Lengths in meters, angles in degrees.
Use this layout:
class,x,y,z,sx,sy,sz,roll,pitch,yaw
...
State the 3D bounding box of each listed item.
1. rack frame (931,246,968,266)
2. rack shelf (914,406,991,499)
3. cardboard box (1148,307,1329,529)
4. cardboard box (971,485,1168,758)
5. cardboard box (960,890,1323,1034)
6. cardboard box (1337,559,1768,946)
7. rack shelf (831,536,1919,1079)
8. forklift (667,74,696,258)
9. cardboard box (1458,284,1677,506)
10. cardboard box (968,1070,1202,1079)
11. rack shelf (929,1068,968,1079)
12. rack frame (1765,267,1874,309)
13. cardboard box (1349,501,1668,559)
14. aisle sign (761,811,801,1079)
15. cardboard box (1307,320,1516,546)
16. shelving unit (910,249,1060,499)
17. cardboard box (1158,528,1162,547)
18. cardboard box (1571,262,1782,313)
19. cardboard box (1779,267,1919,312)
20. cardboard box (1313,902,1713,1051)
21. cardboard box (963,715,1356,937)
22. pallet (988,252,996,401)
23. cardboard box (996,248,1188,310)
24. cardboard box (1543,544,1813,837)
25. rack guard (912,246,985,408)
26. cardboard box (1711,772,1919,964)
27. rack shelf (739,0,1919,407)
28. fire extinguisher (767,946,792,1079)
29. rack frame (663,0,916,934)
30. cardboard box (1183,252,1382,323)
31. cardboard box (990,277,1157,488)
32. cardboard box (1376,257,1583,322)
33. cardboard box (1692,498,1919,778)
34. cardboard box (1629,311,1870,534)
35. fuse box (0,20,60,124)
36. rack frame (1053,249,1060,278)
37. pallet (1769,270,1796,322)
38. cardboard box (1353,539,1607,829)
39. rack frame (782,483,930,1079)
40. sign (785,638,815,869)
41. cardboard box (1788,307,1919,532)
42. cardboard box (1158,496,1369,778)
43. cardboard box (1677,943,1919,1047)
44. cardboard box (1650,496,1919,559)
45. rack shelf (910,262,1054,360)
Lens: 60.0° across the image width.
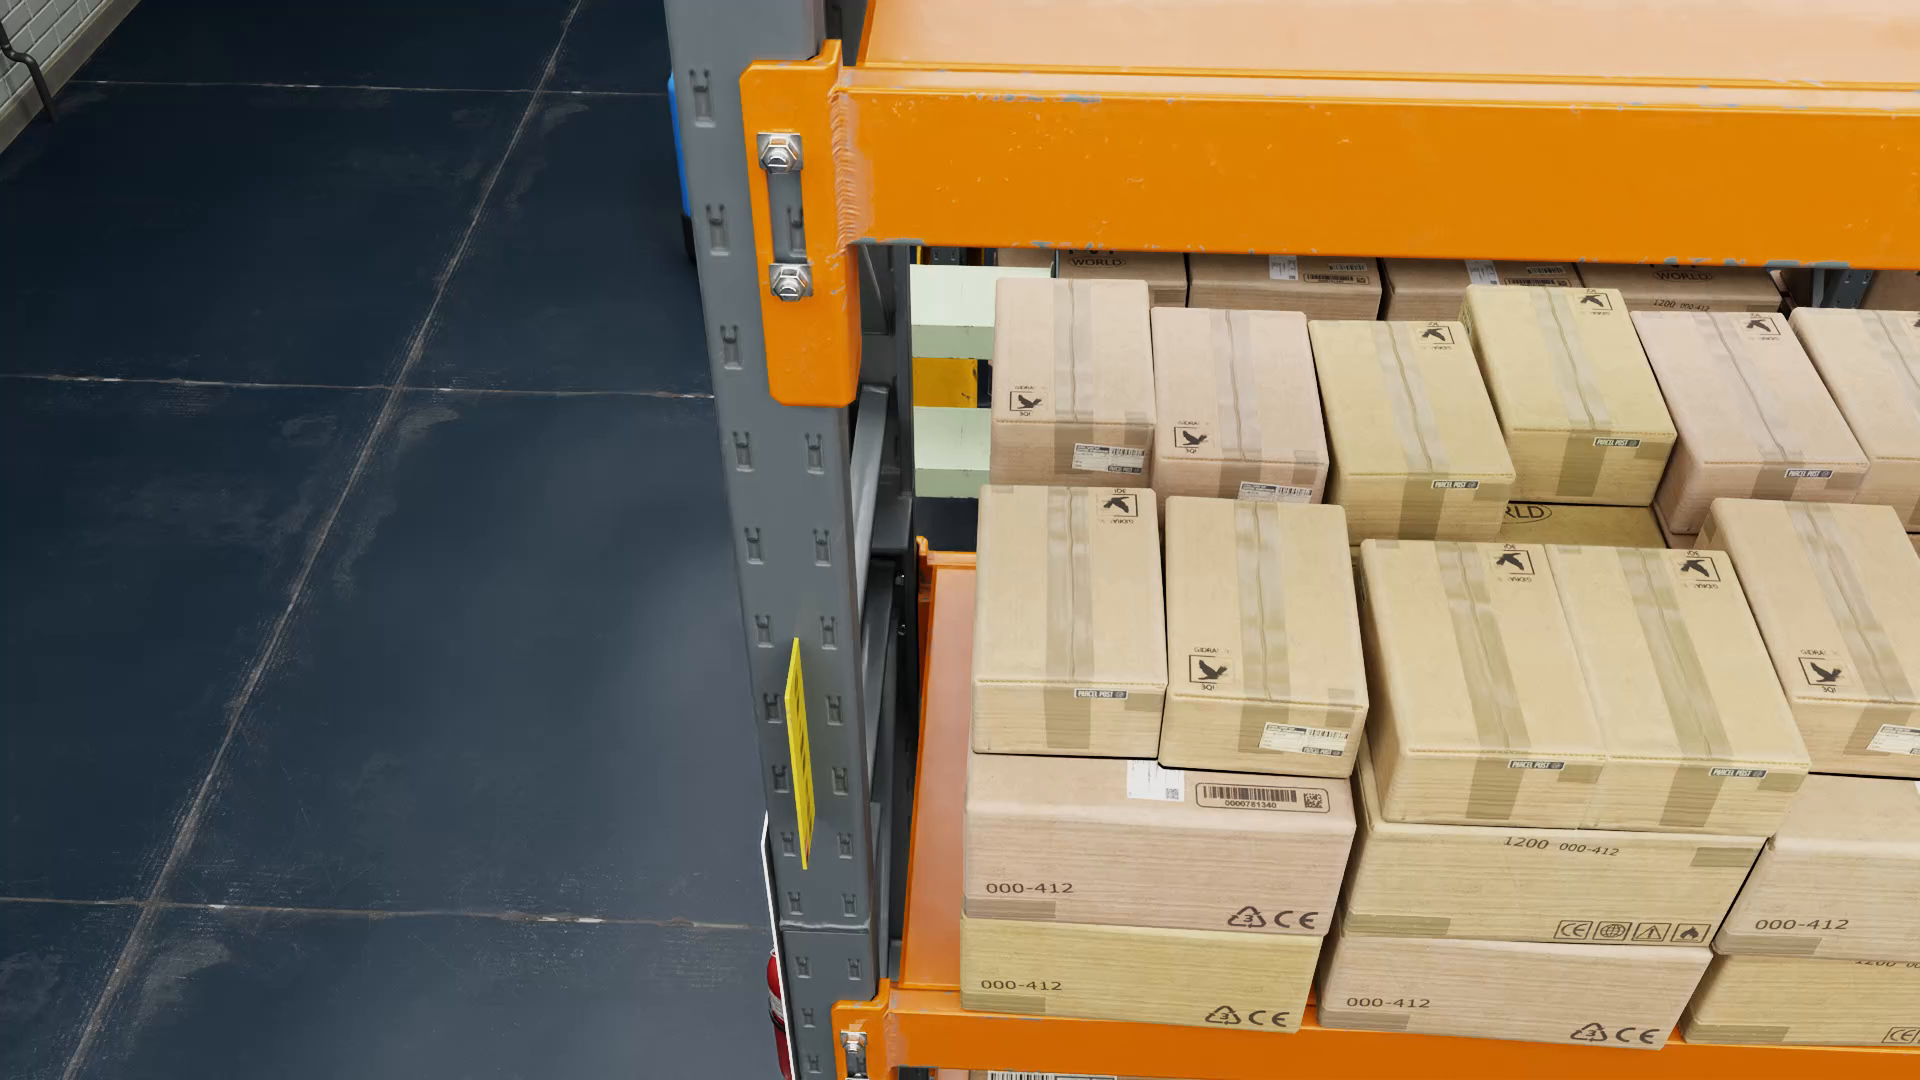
class,x,y,z,sx,sy,sz,roll,pitch,yaw
rack frame,-0.046,-2.064,7.350,0.127,3.000,1.000,2,43,2
rack shelf,0.007,-0.310,7.046,0.720,0.370,0.431,2,43,2
cardboard box,0.420,-0.192,2.591,0.250,0.149,0.380,2,43,3
cardboard box,0.146,0.103,2.274,0.250,0.149,0.380,1,43,2
cardboard box,0.269,0.455,2.556,0.500,0.250,0.500,3,43,3
cardboard box,0.781,0.290,2.366,0.500,0.250,0.500,1,43,1
rack shelf,1.830,0.537,2.886,4.000,0.370,1.077,2,43,2
forklift,-0.421,-3.351,8.782,1.130,2.935,3.031,16,45,17
cardboard box,0.945,-0.236,2.638,0.250,0.149,0.380,2,43,3
cardboard box,0.269,0.993,3.044,0.500,0.500,0.500,2,43,2
rack shelf,1.830,1.634,3.908,4.000,0.370,1.077,2,43,2
rack frame,3.950,-1.941,7.219,0.127,3.000,1.000,2,43,2
cardboard box,0.815,-0.060,2.742,0.500,0.250,0.500,1,43,1
aisle sign,-0.254,0.560,2.626,0.004,0.787,0.394,2,43,2
cardboard box,0.676,-0.170,2.567,0.250,0.149,0.380,1,43,1
shelving unit,0.007,-0.549,6.824,0.755,1.500,0.431,2,43,2
cardboard box,0.304,-0.075,2.758,0.500,0.250,0.500,1,43,1
cardboard box,3.328,-1.250,8.048,0.875,0.438,0.875,1,43,1
cardboard box,4.573,-1.353,7.838,0.875,0.875,0.875,3,43,3
cardboard box,0.795,0.474,2.535,0.500,0.250,0.500,3,43,3
cardboard box,0.269,0.275,2.382,0.500,0.250,0.500,2,43,3
pallet,0.757,-1.072,8.332,1.213,0.211,1.003,2,43,2
cardboard box,0.618,-1.328,8.132,0.875,0.438,0.875,0,43,0
cardboard box,0.910,0.189,2.182,0.250,0.149,0.380,2,43,2
rack guard,-0.070,-1.150,8.203,0.348,0.500,1.175,2,43,2
cardboard box,1.285,0.313,2.341,0.500,0.250,0.500,2,43,2
rack shelf,1.830,-0.560,1.864,4.000,0.370,1.077,2,43,2
fire extinguisher,-0.399,1.152,4.228,0.183,0.674,0.296,2,43,2
rack frame,-0.168,-0.885,1.684,0.127,3.000,1.000,2,43,2
cardboard box,1.533,-1.306,8.108,0.875,0.438,0.875,3,43,3
cardboard box,0.178,-0.252,2.655,0.250,0.149,0.380,1,43,2
cardboard box,2.433,-1.277,8.077,0.875,0.438,0.875,1,43,1
cardboard box,1.172,0.125,2.250,0.250,0.149,0.380,3,43,3
cardboard box,1.195,-0.187,2.585,0.250,0.149,0.380,1,43,1
fuse box,-5.439,-3.176,9.489,0.414,1.711,0.539,2,43,2
rack frame,0.372,-0.537,6.812,0.023,1.500,0.400,2,43,2
pallet,4.724,-0.949,8.199,1.213,0.211,1.003,2,43,2
cardboard box,0.667,0.181,2.190,0.250,0.149,0.380,2,43,2
rack frame,-0.168,1.310,3.729,0.127,3.000,1.000,2,43,2
sign,-0.192,0.262,2.012,0.005,0.325,0.100,2,43,2
cardboard box,1.456,-0.191,2.590,0.250,0.149,0.380,3,43,3
cardboard box,0.399,0.123,2.253,0.250,0.149,0.380,3,43,4
cardboard box,1.310,0.481,2.528,0.500,0.250,0.500,0,43,1
cardboard box,1.326,-0.043,2.723,0.500,0.250,0.500,2,43,3
rack shelf,0.007,-0.834,6.558,0.720,0.370,0.431,2,43,2
